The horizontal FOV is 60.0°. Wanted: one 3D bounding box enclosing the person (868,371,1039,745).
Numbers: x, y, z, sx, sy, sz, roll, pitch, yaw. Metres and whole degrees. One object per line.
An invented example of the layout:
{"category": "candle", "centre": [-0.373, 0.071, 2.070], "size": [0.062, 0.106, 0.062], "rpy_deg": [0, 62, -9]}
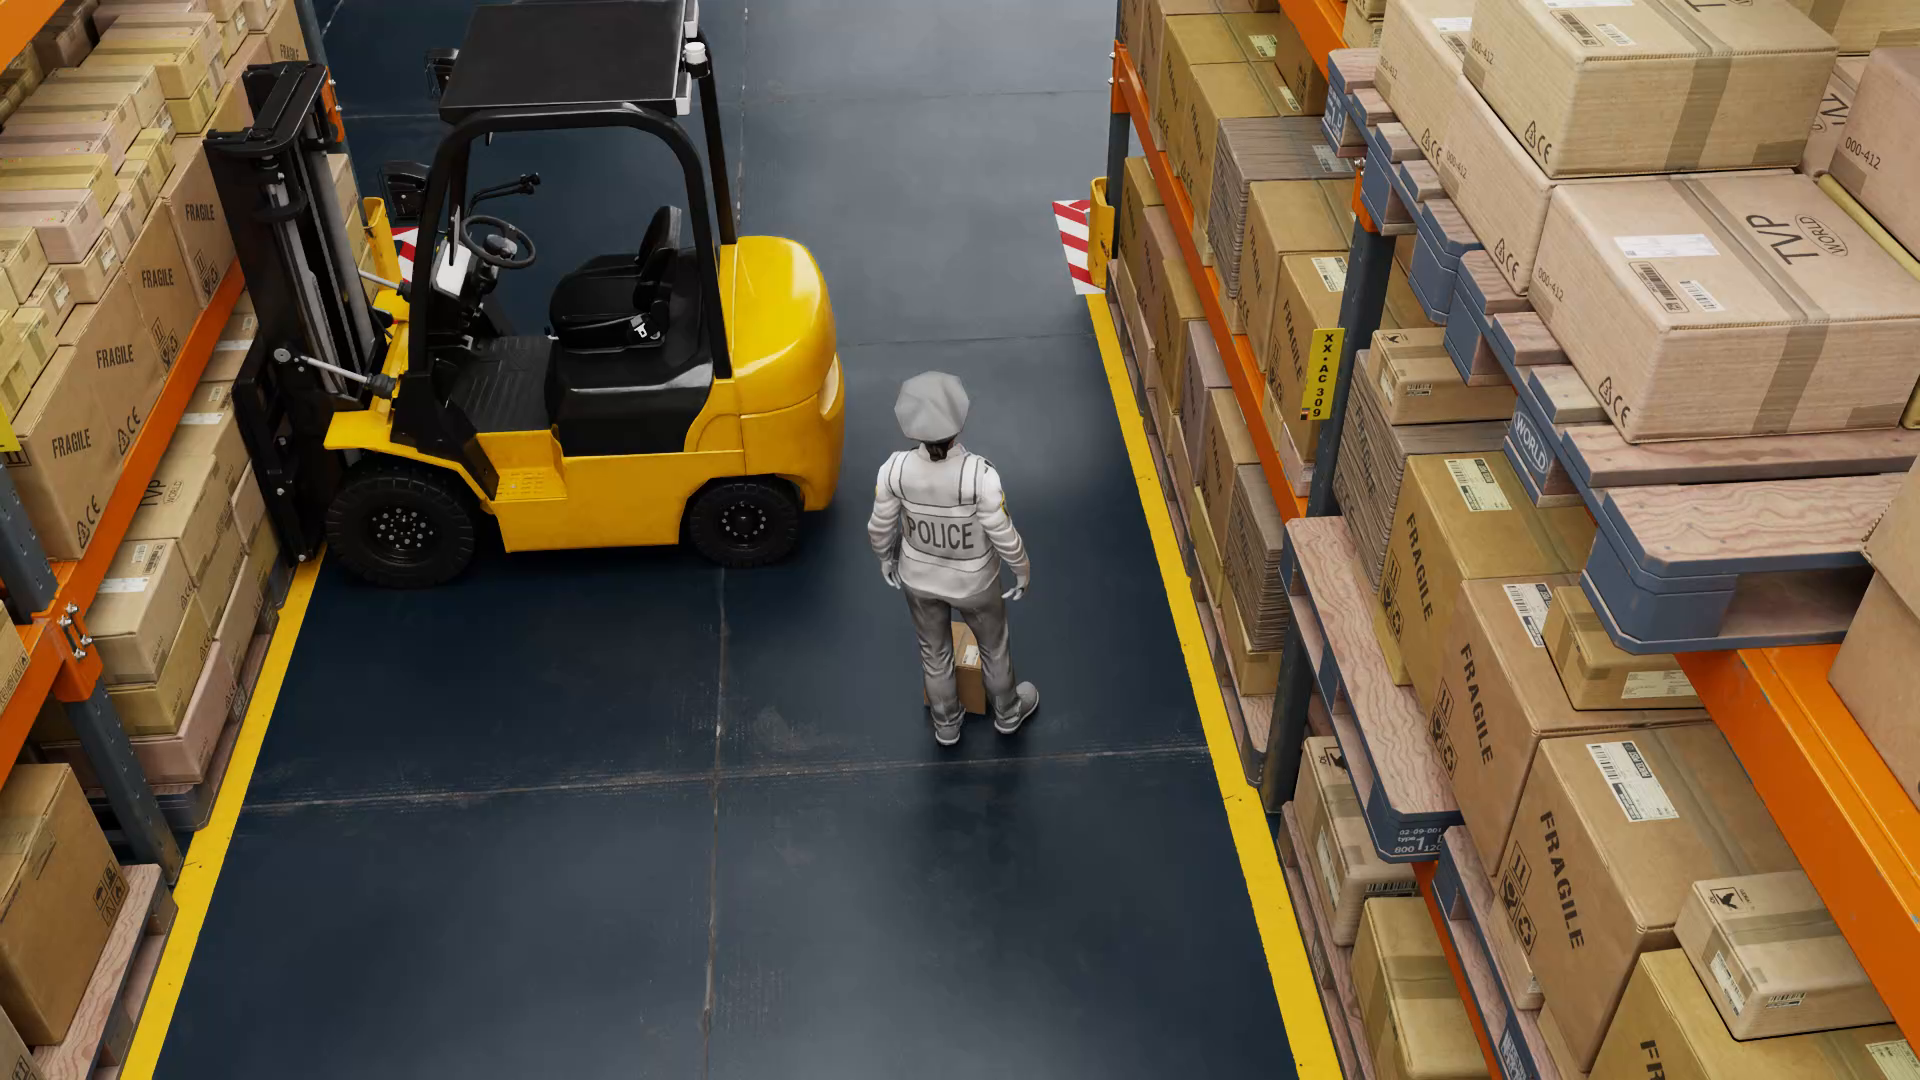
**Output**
{"category": "person", "centre": [-0.018, 0.074, 6.024], "size": [0.587, 1.696, 0.533], "rpy_deg": [9, 40, 11]}
